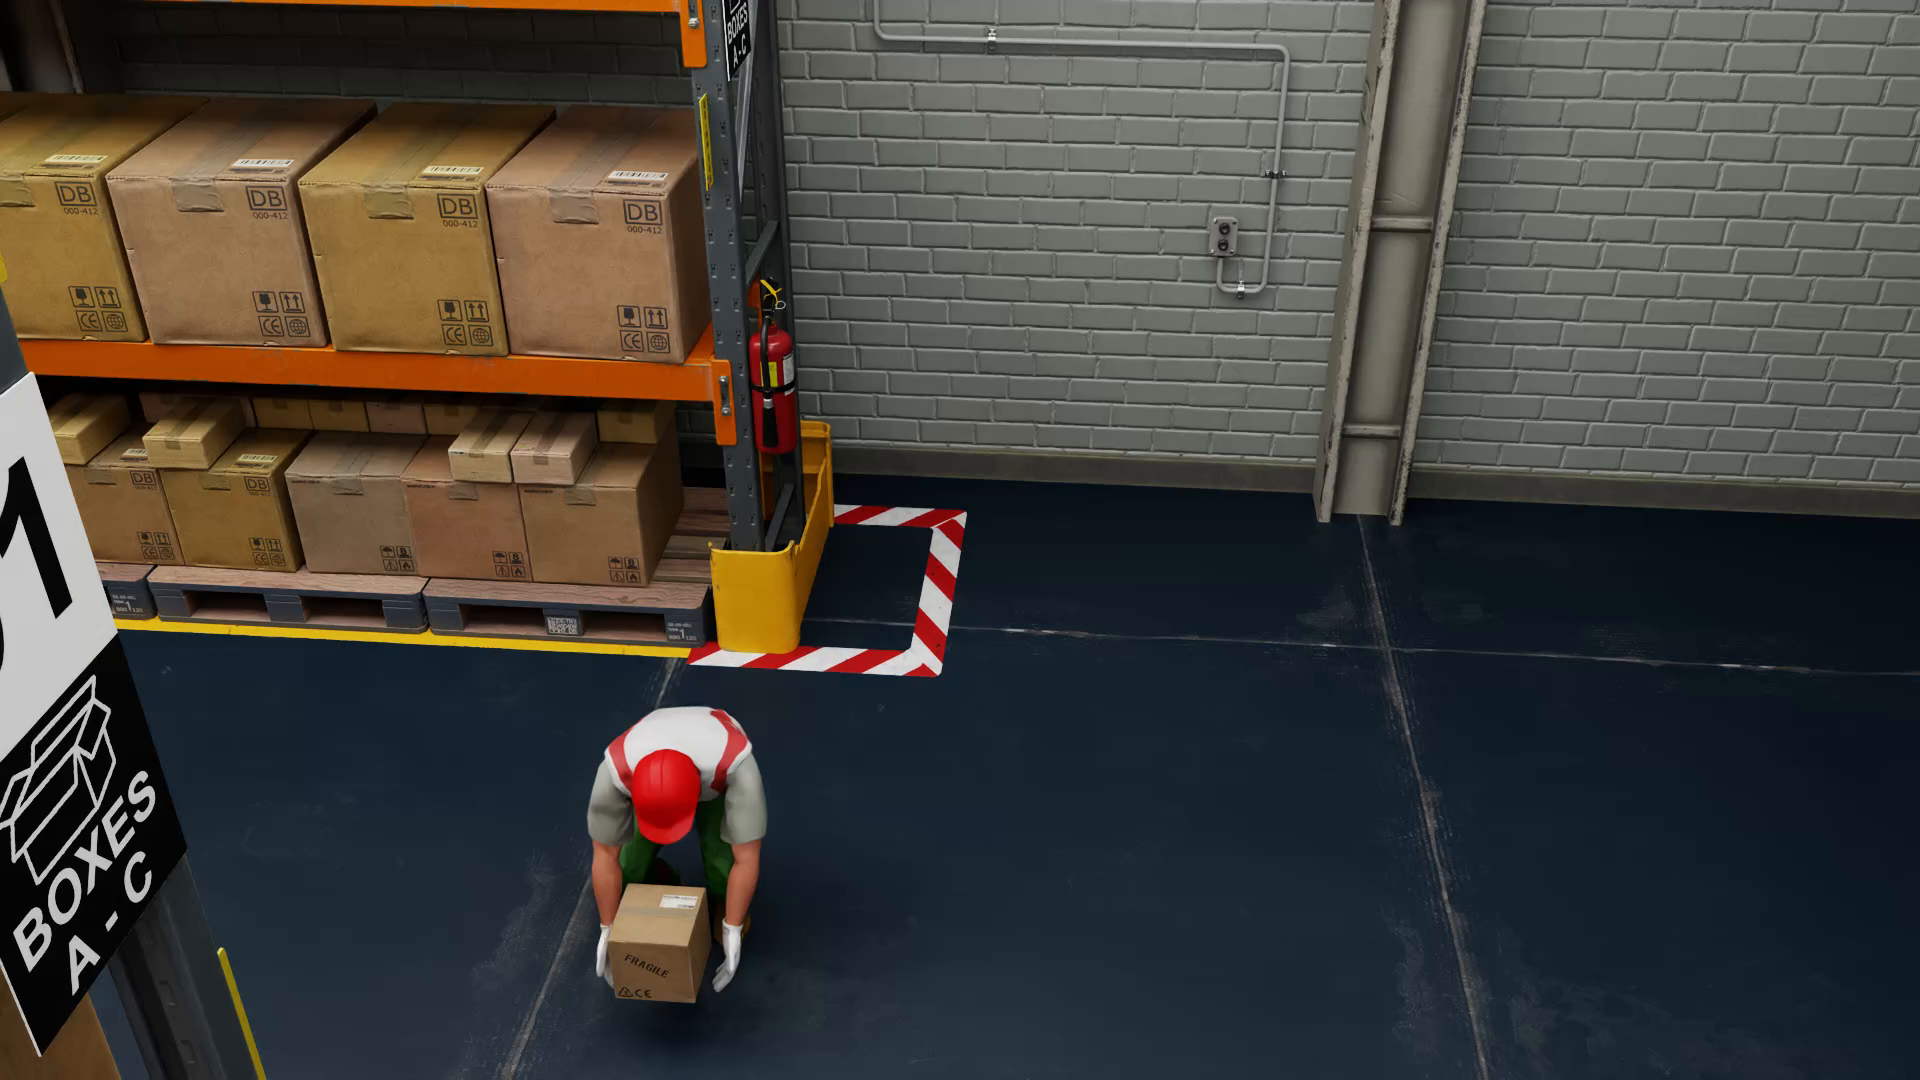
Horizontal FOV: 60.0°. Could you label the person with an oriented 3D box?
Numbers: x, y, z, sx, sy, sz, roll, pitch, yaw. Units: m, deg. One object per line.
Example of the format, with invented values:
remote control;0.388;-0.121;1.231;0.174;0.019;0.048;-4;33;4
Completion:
person;-0.878;0.909;5.357;0.577;1.040;0.868;2;32;4
